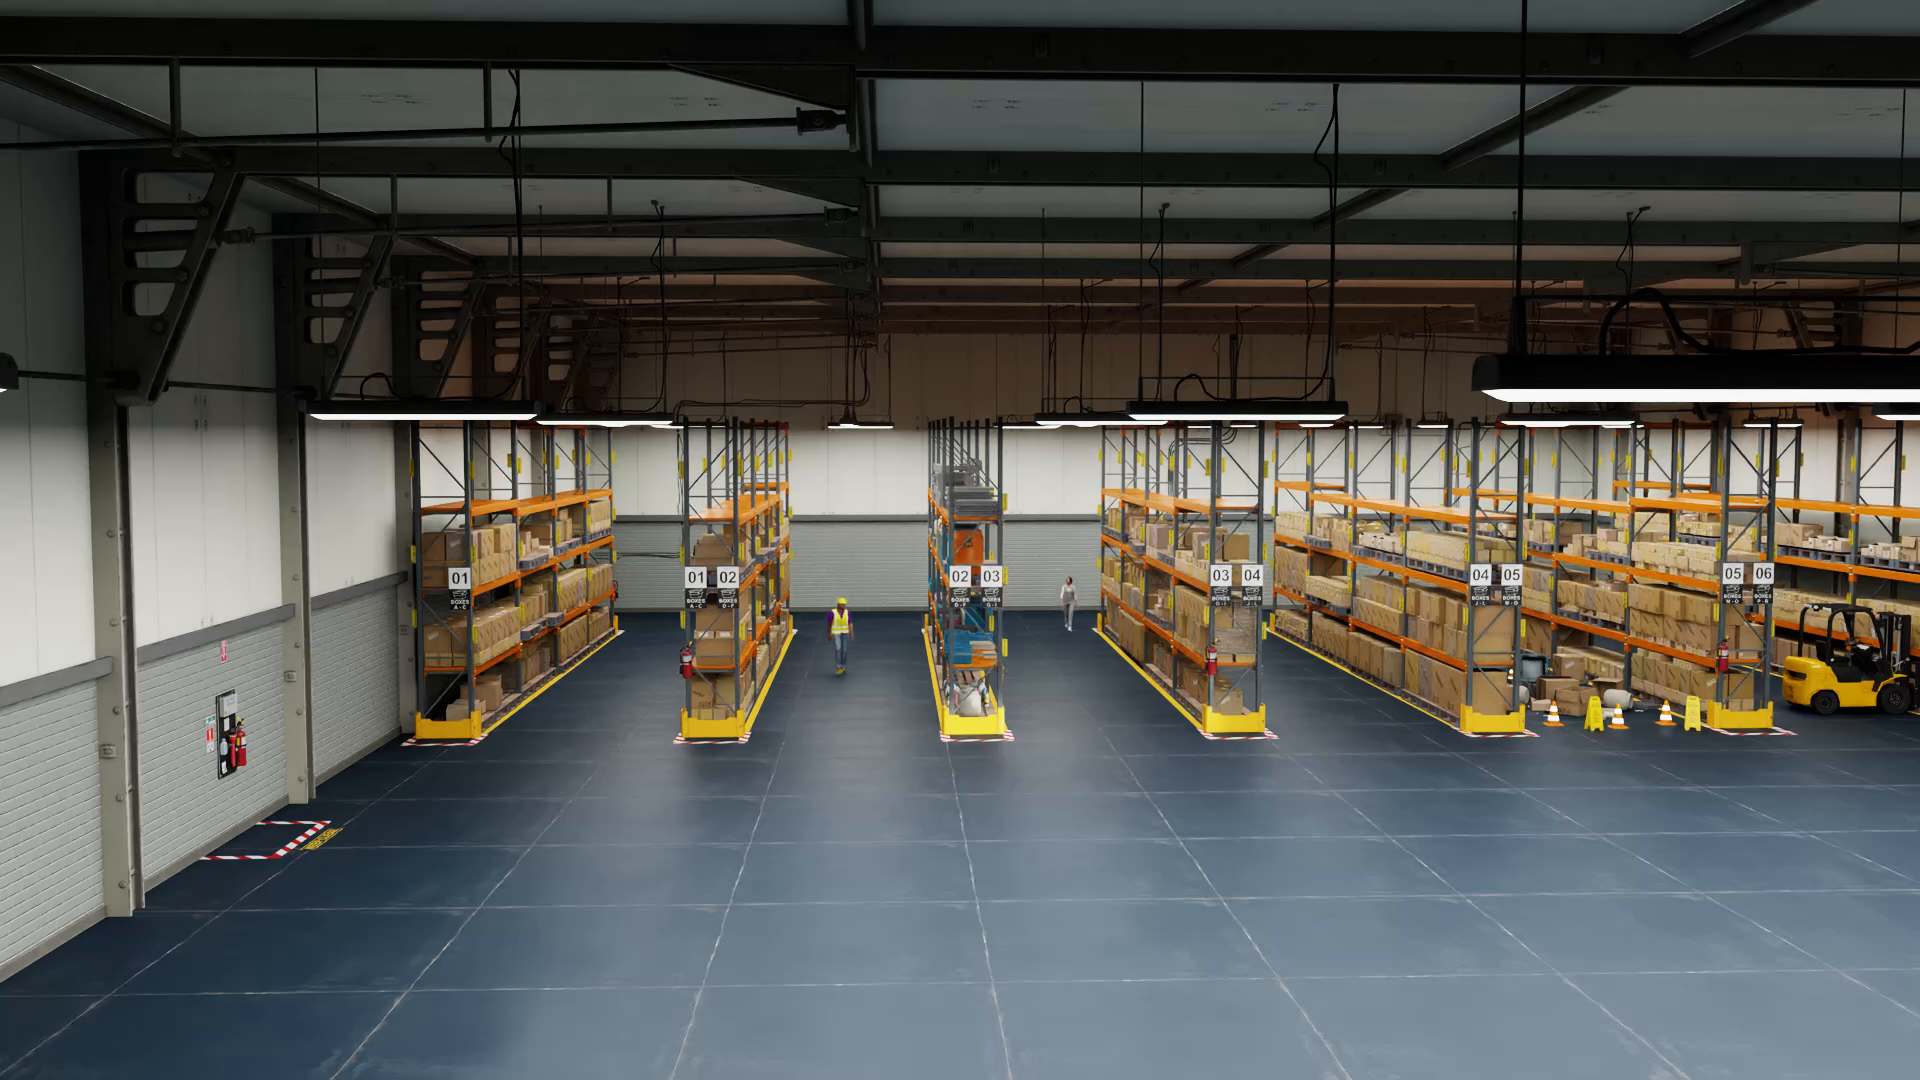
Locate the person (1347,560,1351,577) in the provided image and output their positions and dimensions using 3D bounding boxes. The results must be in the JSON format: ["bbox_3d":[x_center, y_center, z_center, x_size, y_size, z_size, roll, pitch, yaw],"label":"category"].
[{"bbox_3d":[11.976,1.479,51.619,0.617,1.754,1.019,-3,5,-40],"label":"person"}]

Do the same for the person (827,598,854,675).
[{"bbox_3d":[-2.794,2.276,39.503,0.593,1.783,0.685,-2,4,-23],"label":"person"}]

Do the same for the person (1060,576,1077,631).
[{"bbox_3d":[3.125,1.813,47.891,0.453,1.535,1.008,1,4,9],"label":"person"}]
